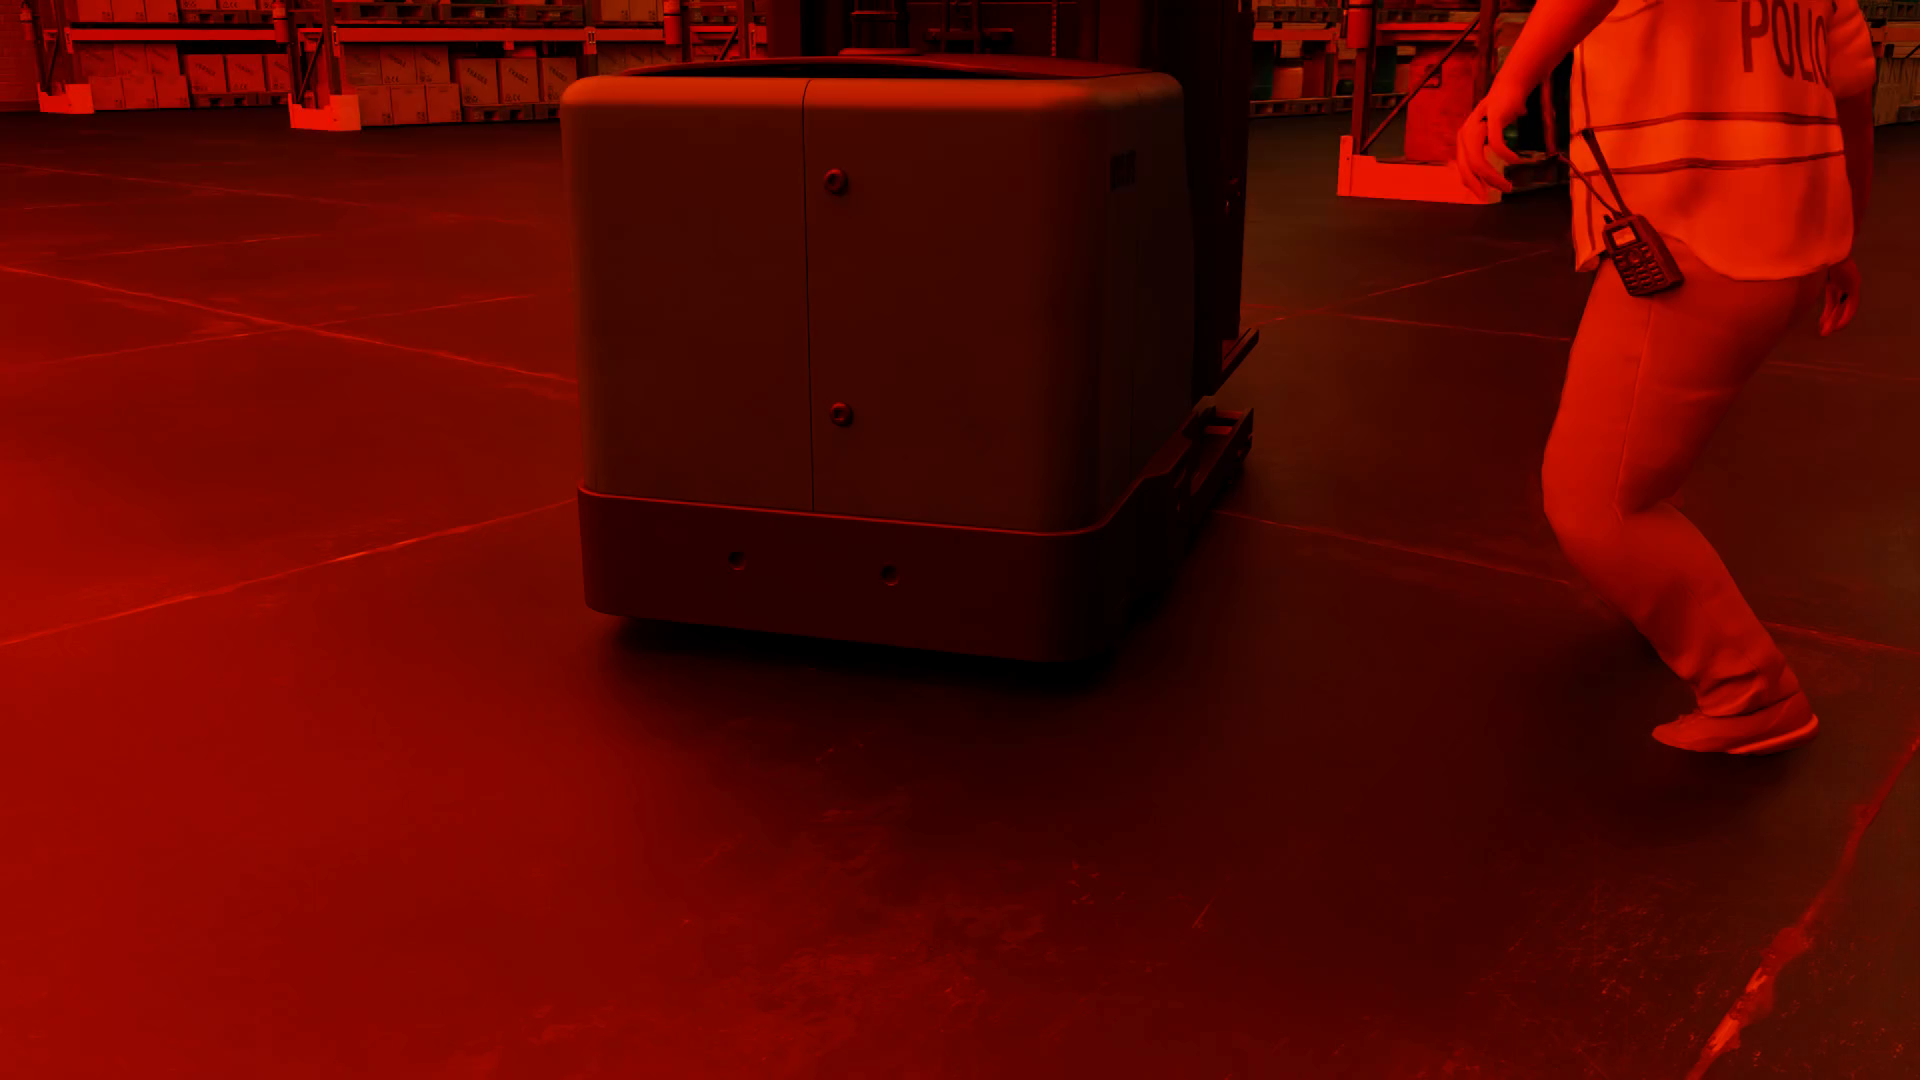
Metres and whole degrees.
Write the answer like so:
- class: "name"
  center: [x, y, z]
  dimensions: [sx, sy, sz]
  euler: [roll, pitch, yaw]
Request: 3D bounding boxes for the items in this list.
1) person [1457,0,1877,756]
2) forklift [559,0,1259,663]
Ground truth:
- class: "person"
  center: [1.123, -0.418, 2.664]
  dimensions: [1.187, 1.683, 0.590]
  euler: [-16, 23, -42]
- class: "forklift"
  center: [0.182, -1.571, 4.072]
  dimensions: [1.130, 2.935, 3.031]
  euler: [5, 18, 17]
